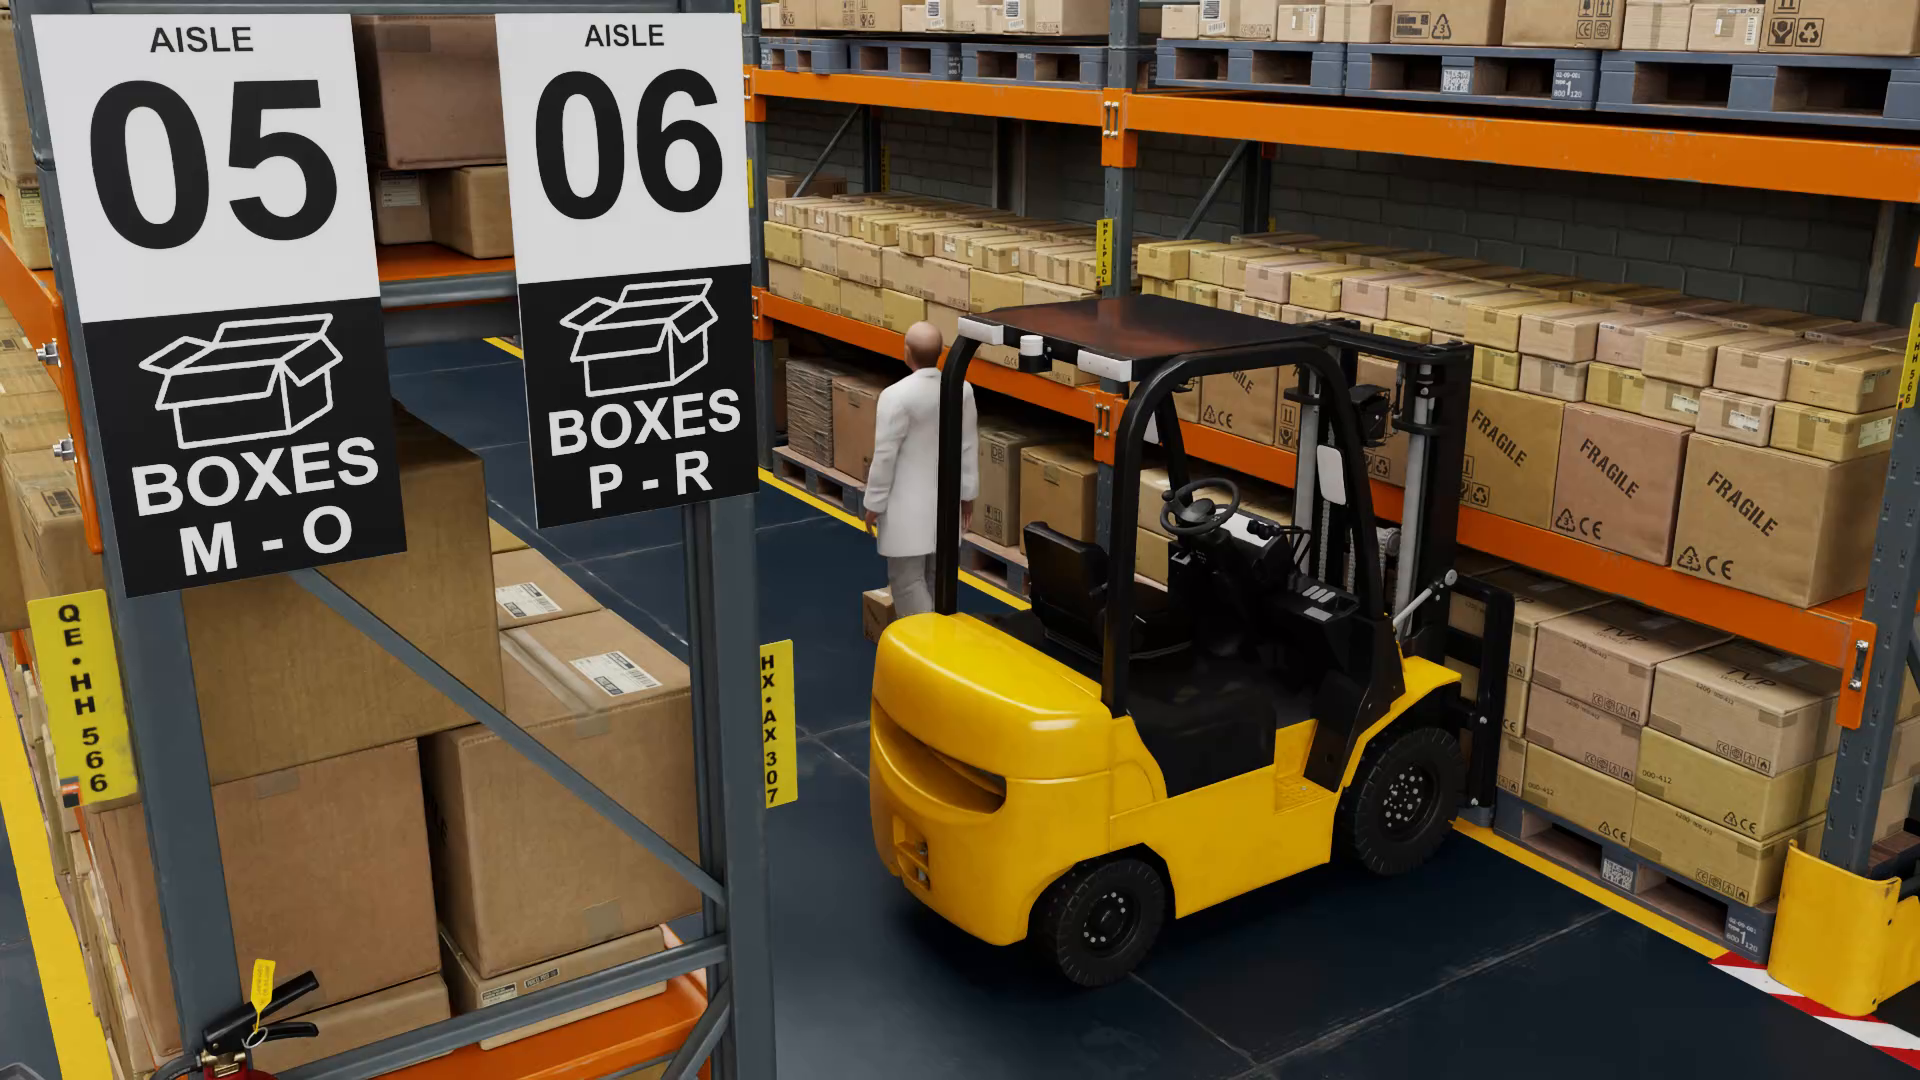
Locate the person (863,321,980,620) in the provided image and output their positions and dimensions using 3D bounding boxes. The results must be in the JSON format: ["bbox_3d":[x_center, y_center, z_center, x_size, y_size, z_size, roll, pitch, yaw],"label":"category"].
[{"bbox_3d":[-0.188,-0.178,8.052,0.613,1.778,0.452,-13,22,-34],"label":"person"}]
